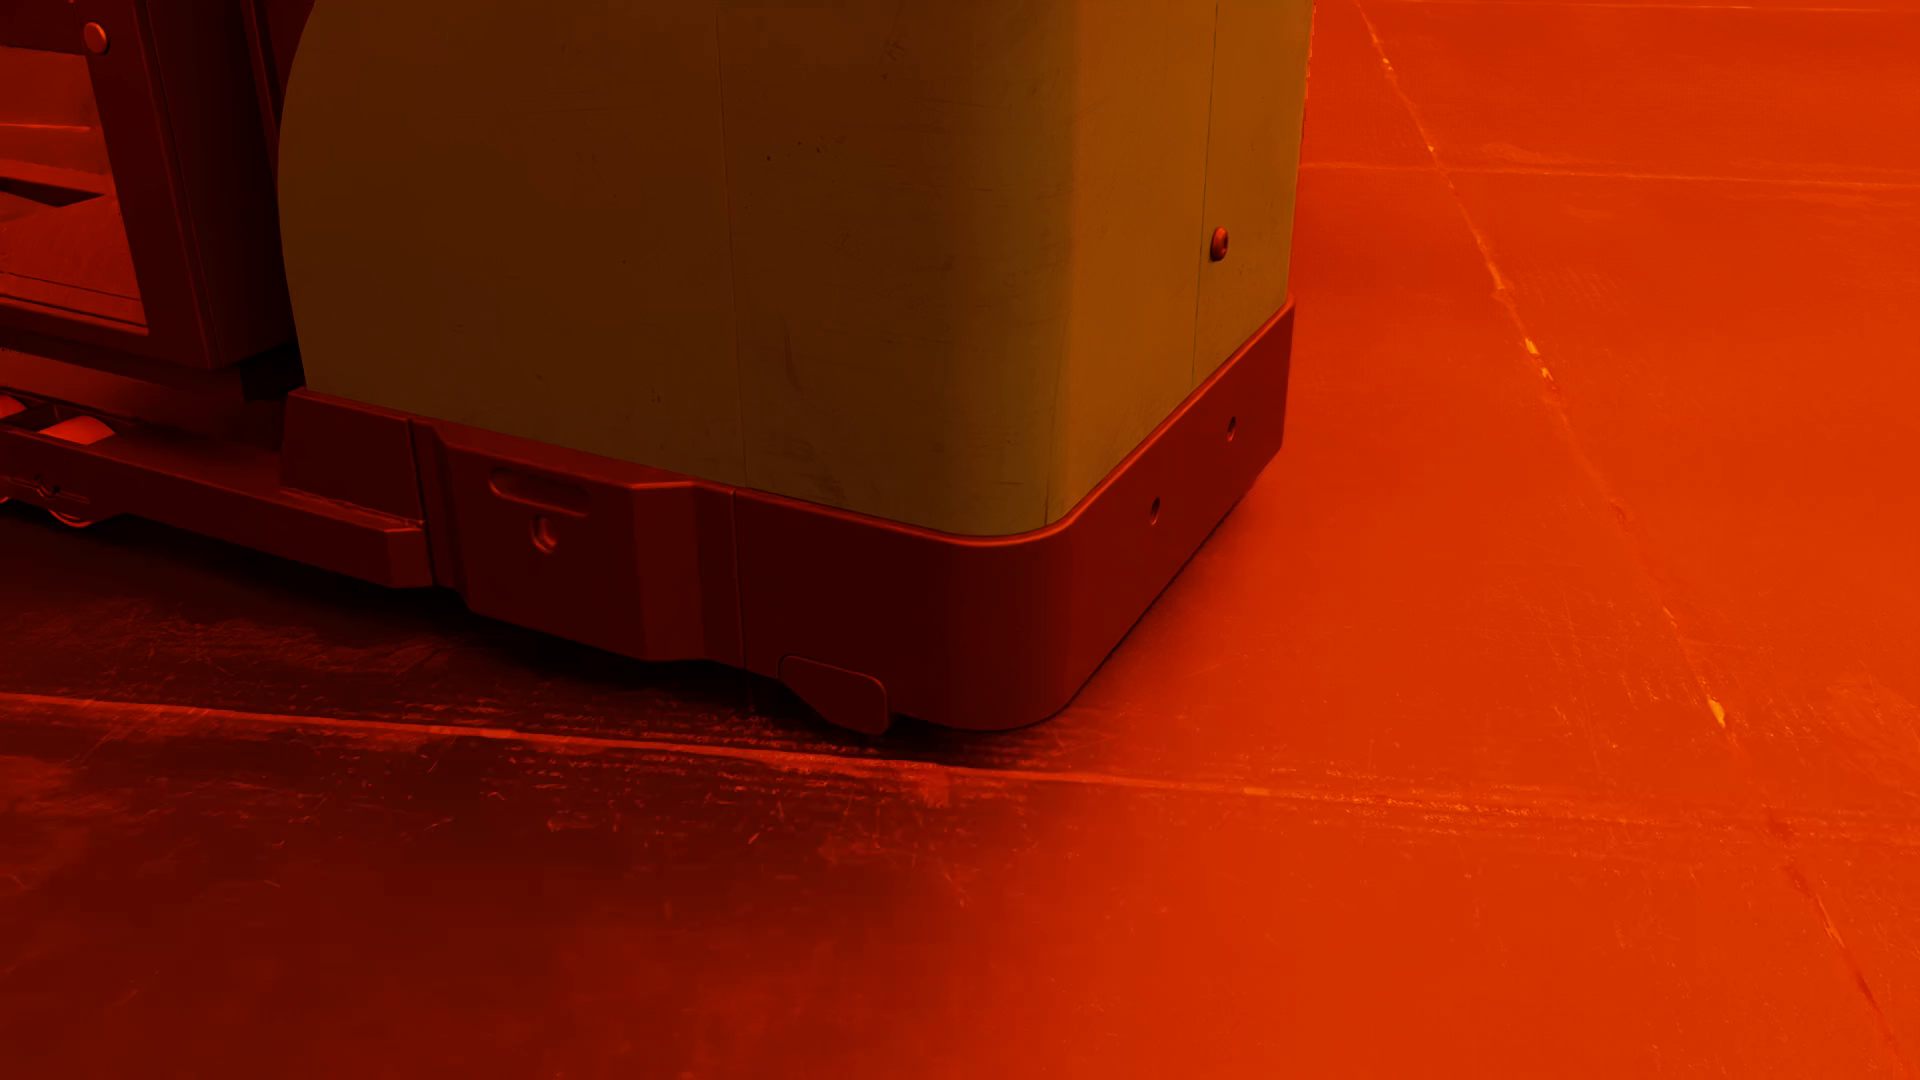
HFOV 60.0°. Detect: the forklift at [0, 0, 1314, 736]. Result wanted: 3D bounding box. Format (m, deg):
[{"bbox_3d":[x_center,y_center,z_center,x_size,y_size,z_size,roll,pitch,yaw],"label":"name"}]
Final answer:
[{"bbox_3d":[-1.038,-1.526,2.275,3.031,2.935,1.130,13,29,24],"label":"forklift"}]
